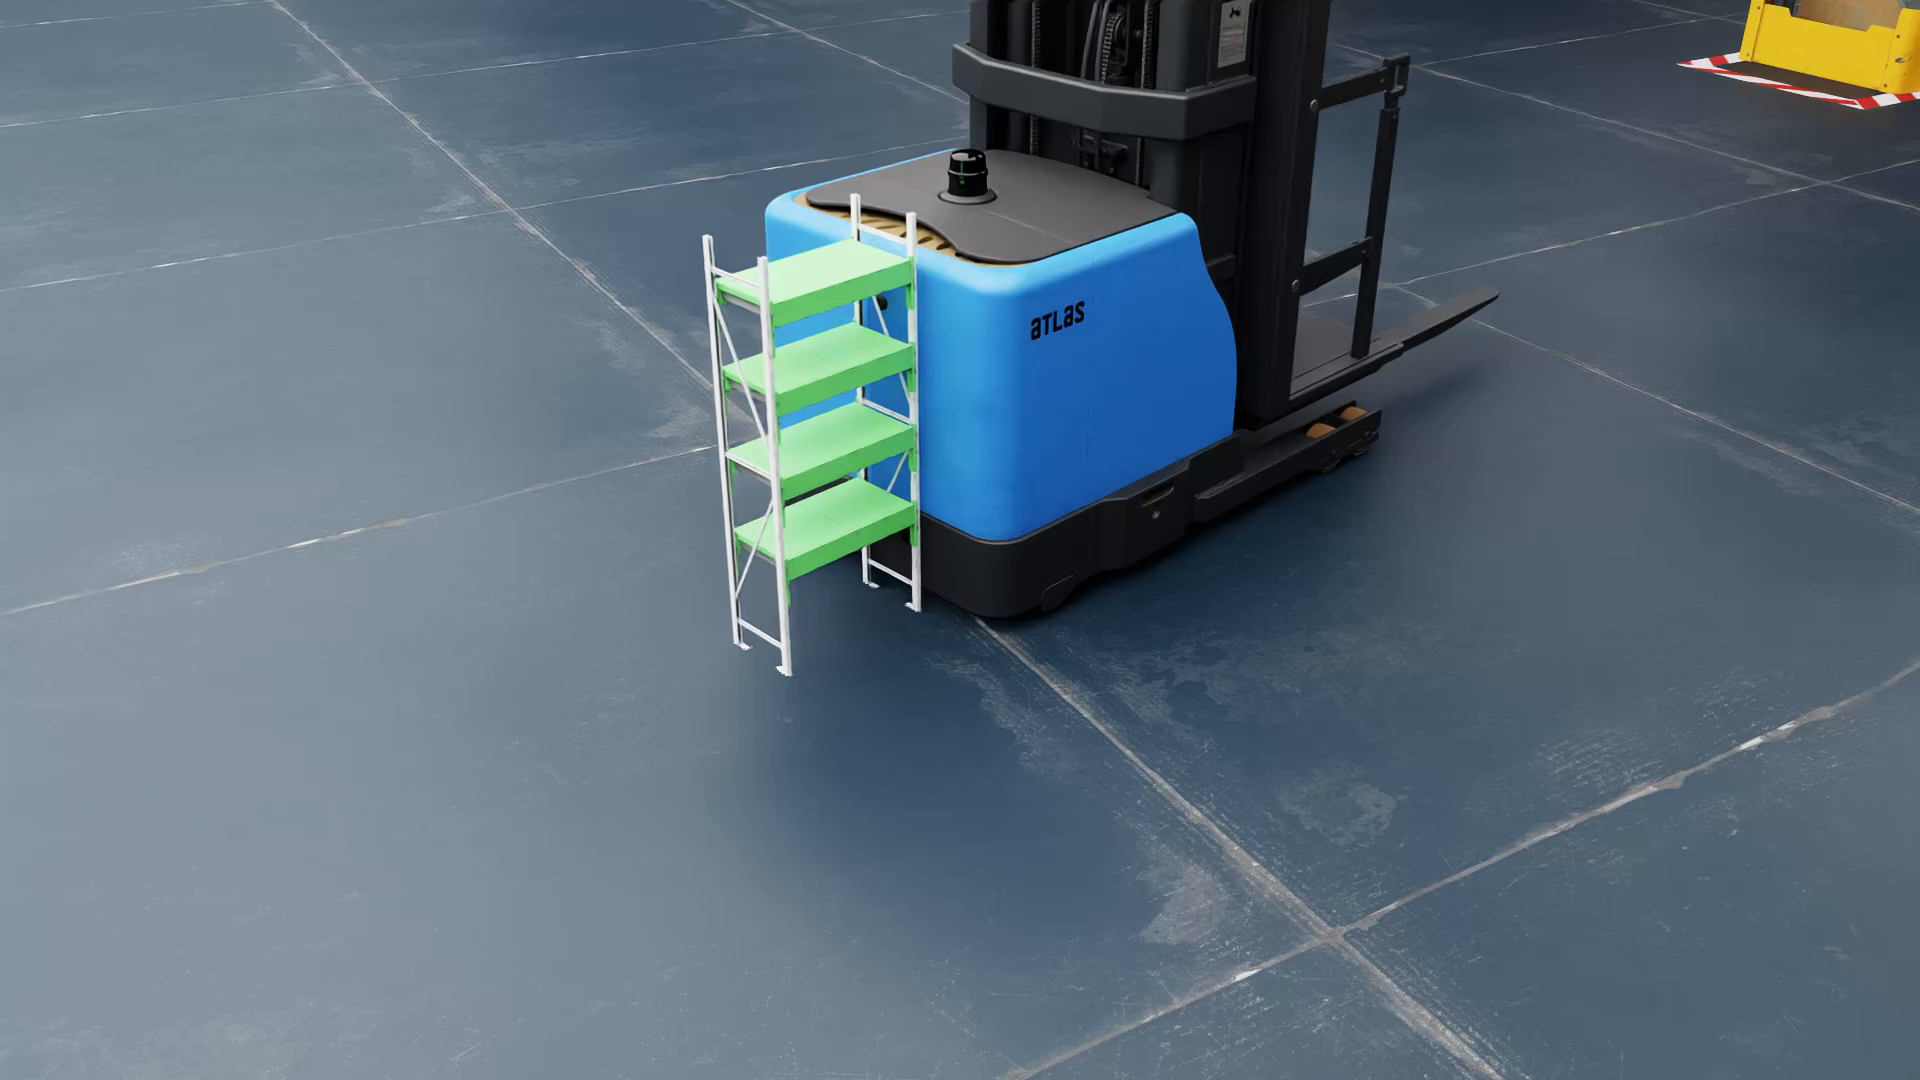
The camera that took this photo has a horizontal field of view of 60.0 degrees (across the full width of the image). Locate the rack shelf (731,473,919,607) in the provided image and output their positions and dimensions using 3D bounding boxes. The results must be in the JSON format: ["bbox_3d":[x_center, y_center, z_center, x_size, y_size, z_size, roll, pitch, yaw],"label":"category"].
[{"bbox_3d":[-0.377,-0.008,4.652,0.480,0.148,0.258,-25,38,-38],"label":"rack shelf"}]

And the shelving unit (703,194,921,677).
[{"bbox_3d":[-0.377,-0.274,4.506,0.503,1.200,0.258,-25,38,-38],"label":"shelving unit"}]

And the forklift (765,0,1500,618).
[{"bbox_3d":[0.819,-1.671,5.245,3.031,2.935,1.130,-25,38,-38],"label":"forklift"}]

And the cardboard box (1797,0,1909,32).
[{"bbox_3d":[6.168,-3.772,10.745,0.875,0.875,0.875,-16,33,-26],"label":"cardboard box"}]

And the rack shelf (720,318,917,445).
[{"bbox_3d":[-0.377,-0.429,4.421,0.480,0.148,0.258,-25,38,-38],"label":"rack shelf"}]

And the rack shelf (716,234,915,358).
[{"bbox_3d":[-0.377,-0.639,4.305,0.480,0.148,0.258,-25,38,-38],"label":"rack shelf"}]

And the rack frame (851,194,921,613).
[{"bbox_3d":[-0.203,-0.357,4.655,0.015,1.200,0.240,-25,38,-38],"label":"rack frame"}]

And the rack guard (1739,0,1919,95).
[{"bbox_3d":[5.596,-3.225,10.576,0.348,0.500,1.175,-16,33,-26],"label":"rack guard"}]

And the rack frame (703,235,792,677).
[{"bbox_3d":[-0.551,-0.192,4.356,0.015,1.200,0.240,-25,38,-38],"label":"rack frame"}]

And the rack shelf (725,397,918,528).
[{"bbox_3d":[-0.377,-0.219,4.536,0.480,0.148,0.258,-25,38,-38],"label":"rack shelf"}]

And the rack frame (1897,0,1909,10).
[{"bbox_3d":[5.615,-4.326,9.985,0.053,2.616,0.949,-16,33,-26],"label":"rack frame"}]
